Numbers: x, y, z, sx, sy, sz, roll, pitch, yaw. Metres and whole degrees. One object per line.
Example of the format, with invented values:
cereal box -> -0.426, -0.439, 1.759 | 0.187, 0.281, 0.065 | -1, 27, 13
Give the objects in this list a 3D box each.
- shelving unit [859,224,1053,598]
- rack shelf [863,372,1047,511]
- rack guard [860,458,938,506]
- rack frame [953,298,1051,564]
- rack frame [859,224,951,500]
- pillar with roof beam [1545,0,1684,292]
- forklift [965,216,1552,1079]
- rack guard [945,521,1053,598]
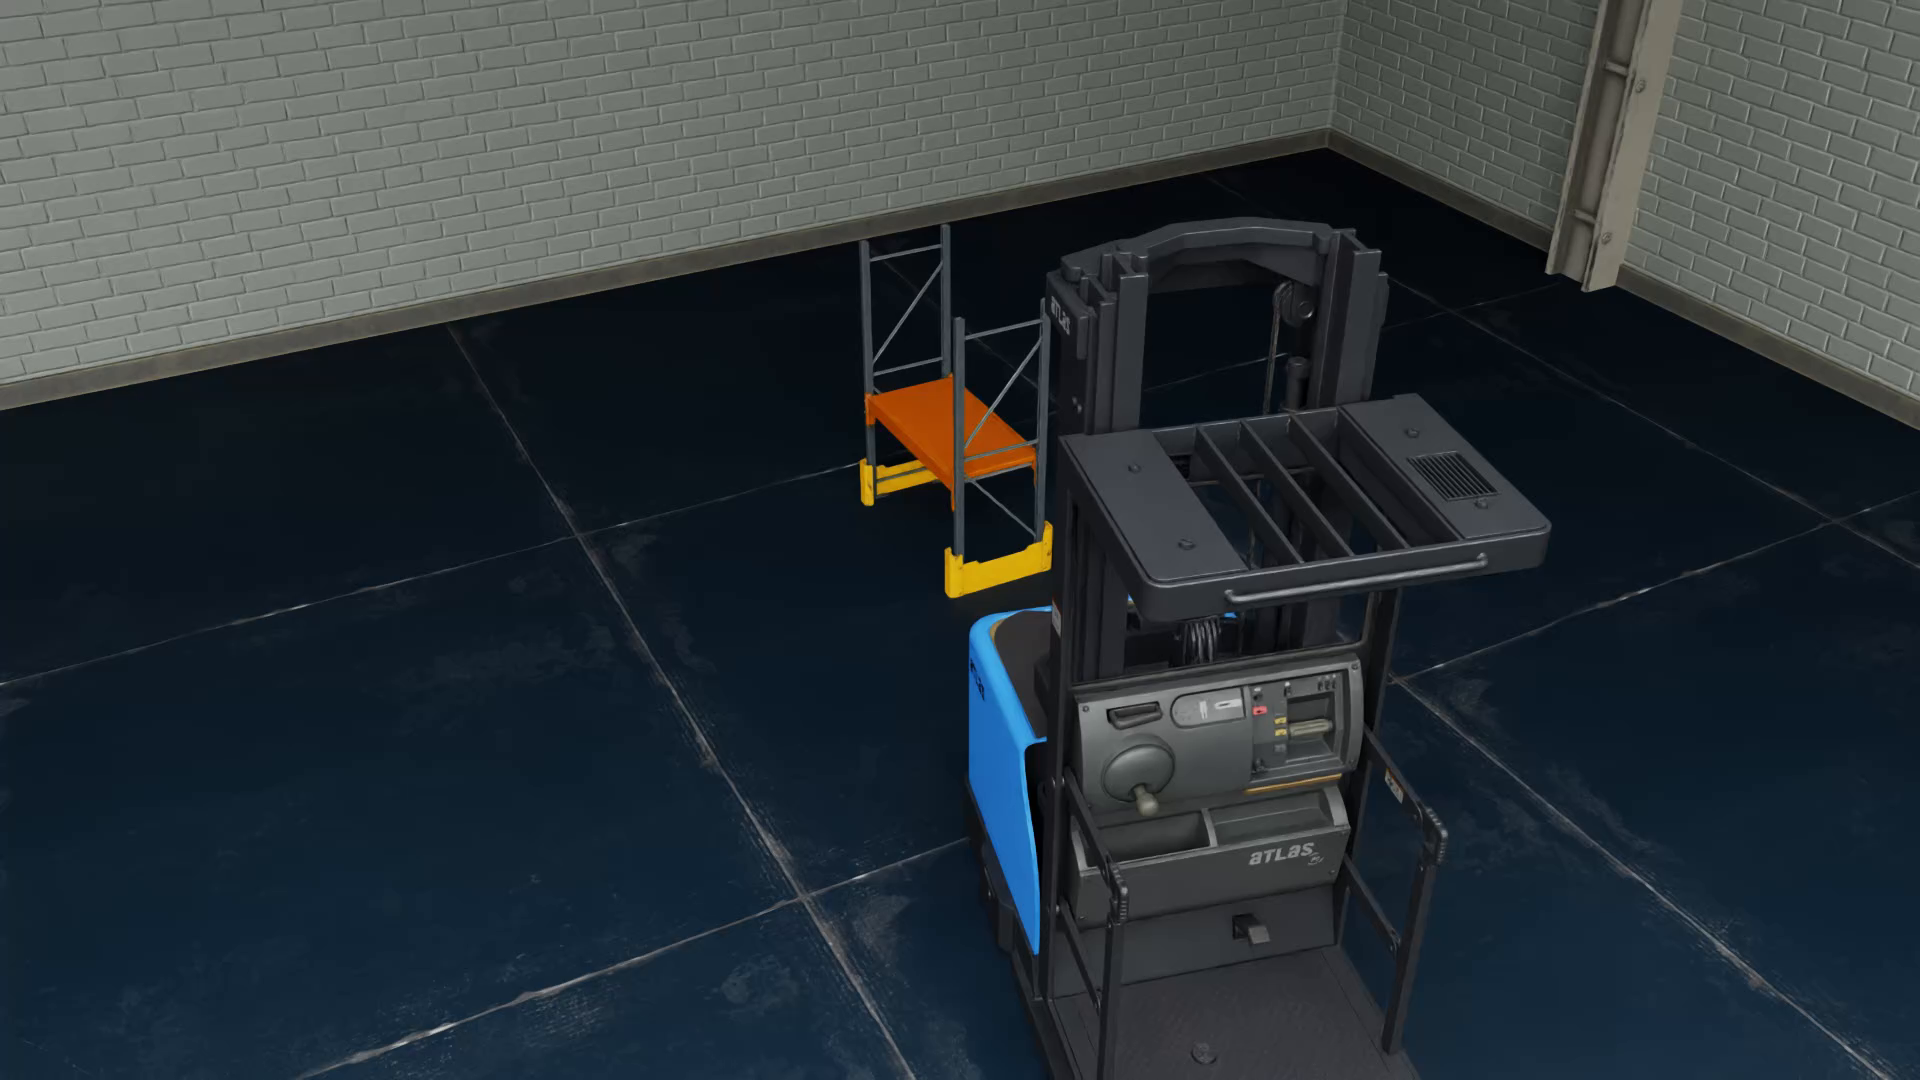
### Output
shelving unit -> -0.036, -0.668, 8.402 | 0.587, 1.500, 1.083 | -16, 36, -23
rack shelf -> -0.040, -0.521, 8.506 | 0.538, 0.185, 1.000 | -16, 36, -23
rack guard -> -0.268, -0.379, 9.110 | 0.587, 0.250, 0.087 | -16, 36, -23
rack frame -> 0.197, -0.430, 8.030 | 0.500, 1.500, 0.032 | -16, 36, -23
rack frame -> -0.277, -0.915, 8.788 | 0.500, 1.500, 0.032 | -16, 36, -23
pillar with roof beam -> 0.526, -4.535, 7.486 | 9.100, 9.000, 0.400 | -16, 36, -23
forklift -> 0.868, 0.667, 4.991 | 1.130, 2.935, 3.031 | -8, 33, -12
rack guard -> 0.197, 0.096, 8.368 | 0.587, 0.250, 0.087 | -16, 36, -23
